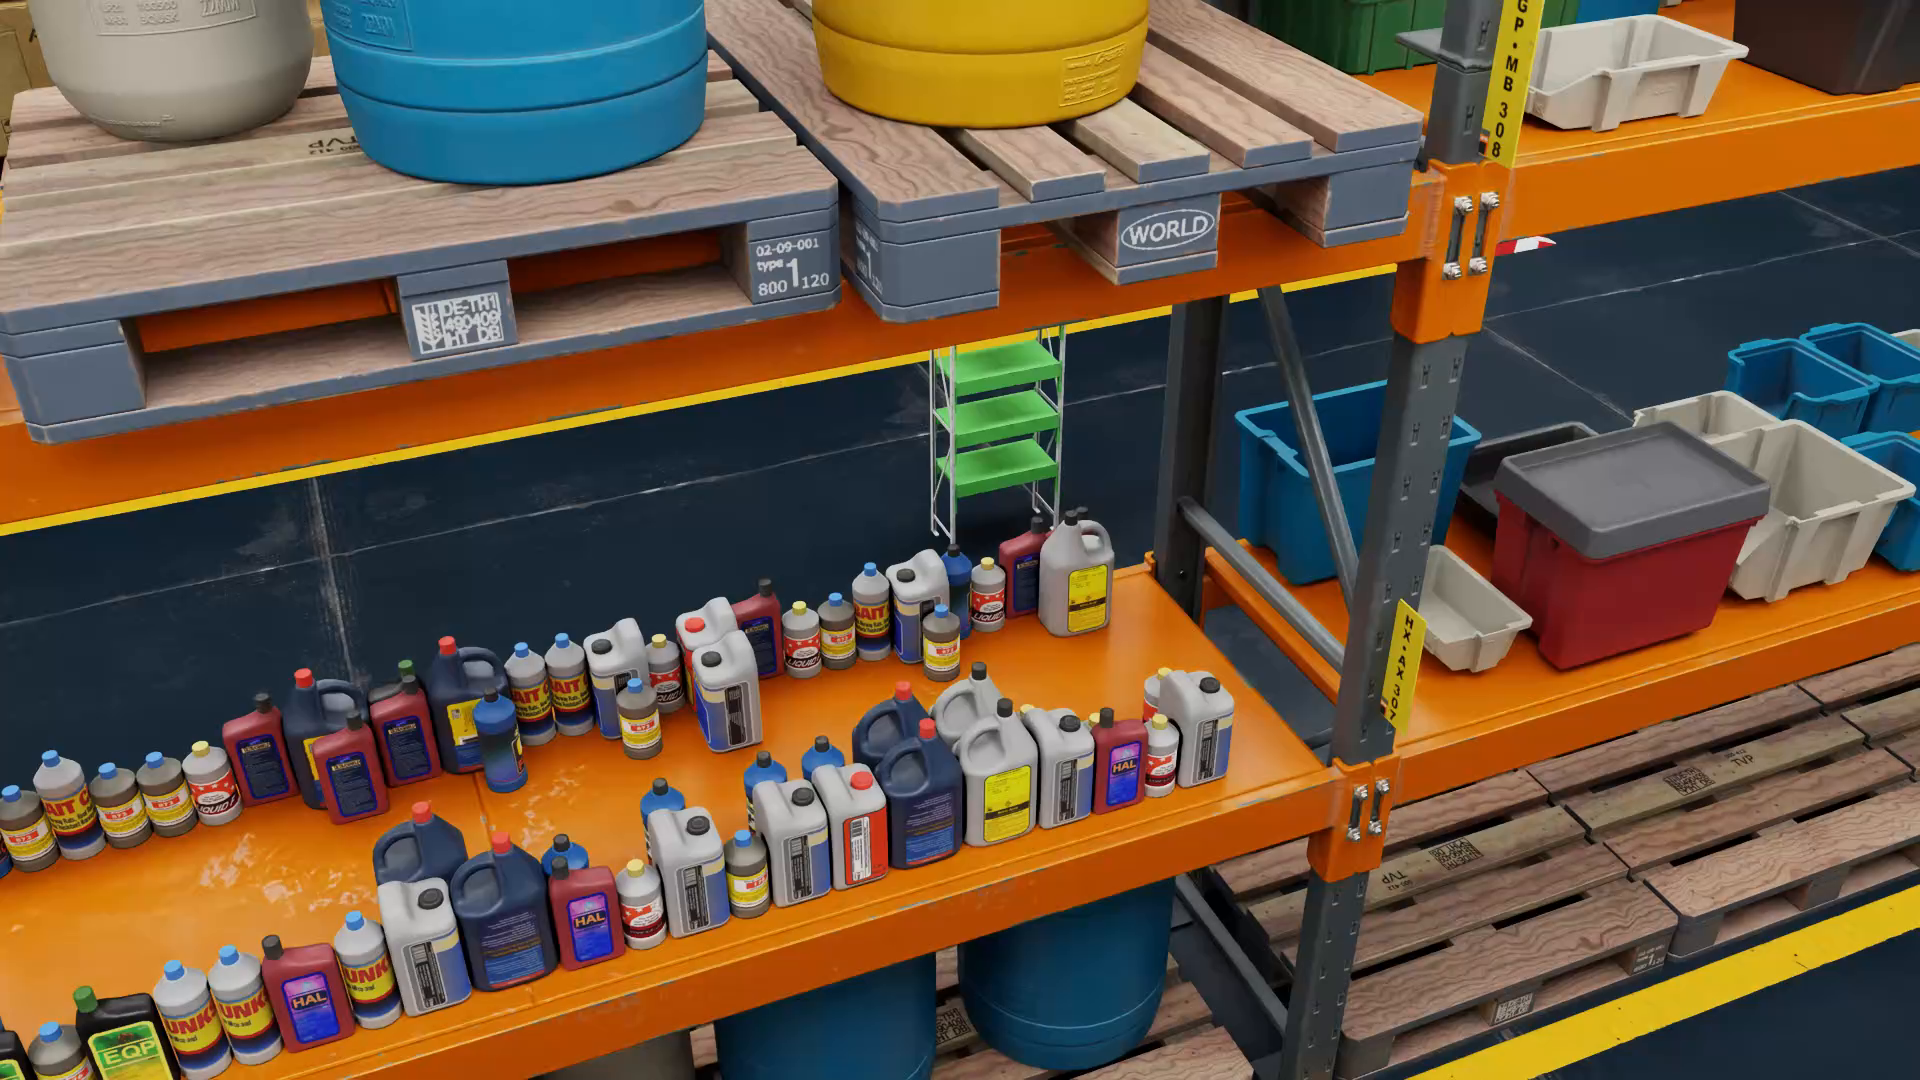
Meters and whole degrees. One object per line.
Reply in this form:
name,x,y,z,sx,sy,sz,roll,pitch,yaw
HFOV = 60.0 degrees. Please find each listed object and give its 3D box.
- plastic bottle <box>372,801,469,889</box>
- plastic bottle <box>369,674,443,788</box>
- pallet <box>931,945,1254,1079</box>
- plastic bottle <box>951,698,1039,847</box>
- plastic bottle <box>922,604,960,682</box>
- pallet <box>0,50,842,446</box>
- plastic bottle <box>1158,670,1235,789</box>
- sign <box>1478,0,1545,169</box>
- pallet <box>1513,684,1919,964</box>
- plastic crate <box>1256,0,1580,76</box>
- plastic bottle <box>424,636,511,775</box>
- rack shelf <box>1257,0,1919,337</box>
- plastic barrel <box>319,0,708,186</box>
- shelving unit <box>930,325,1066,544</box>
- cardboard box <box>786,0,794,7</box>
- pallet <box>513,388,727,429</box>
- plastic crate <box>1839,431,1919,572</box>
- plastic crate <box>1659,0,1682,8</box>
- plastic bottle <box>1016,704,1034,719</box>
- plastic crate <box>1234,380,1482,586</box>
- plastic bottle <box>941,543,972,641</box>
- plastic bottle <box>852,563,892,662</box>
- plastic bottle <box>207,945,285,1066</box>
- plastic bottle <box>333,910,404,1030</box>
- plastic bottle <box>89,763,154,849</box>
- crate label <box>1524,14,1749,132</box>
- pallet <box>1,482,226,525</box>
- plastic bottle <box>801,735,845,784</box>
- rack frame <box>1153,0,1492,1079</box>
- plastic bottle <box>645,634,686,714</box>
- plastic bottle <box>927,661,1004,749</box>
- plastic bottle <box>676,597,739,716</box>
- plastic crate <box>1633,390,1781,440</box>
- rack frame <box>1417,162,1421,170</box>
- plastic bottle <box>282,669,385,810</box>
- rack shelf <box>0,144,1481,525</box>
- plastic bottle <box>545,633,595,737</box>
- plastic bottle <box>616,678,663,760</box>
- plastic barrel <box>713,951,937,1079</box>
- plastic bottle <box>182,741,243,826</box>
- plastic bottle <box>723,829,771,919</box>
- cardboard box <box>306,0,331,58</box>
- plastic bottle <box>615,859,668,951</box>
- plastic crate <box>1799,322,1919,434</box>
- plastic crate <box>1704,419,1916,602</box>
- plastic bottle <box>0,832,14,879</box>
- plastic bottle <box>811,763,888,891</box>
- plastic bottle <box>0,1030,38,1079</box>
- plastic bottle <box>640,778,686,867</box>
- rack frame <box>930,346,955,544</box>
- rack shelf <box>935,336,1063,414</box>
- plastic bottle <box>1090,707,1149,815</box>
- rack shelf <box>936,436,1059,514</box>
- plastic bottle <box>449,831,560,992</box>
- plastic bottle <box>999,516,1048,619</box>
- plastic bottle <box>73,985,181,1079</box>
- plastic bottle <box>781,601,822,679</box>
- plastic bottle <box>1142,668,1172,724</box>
plastic bottle,-1.121,0.696,3.476,0.185,0.351,0.144,-13,35,-19
plastic bottle,-1.311,0.448,3.919,0.133,0.283,0.061,-13,35,-19
pallet,0.071,1.443,4.839,1.213,0.211,1.003,-13,35,-19
plastic bottle,0.078,0.511,3.759,0.185,0.351,0.144,-13,35,-19
plastic bottle,-0.047,0.257,4.286,0.097,0.201,0.097,0,33,0
pallet,-0.931,-0.591,2.830,1.213,0.211,1.003,-13,35,-19
plastic bottle,0.560,0.430,3.953,0.135,0.276,0.152,-13,35,-19
sign,1.010,-0.852,3.051,0.005,0.325,0.100,-13,35,-19
pallet,2.588,0.866,5.725,1.213,0.211,1.003,-13,35,-19
plastic crate,1.072,-1.278,3.908,0.662,0.188,0.450,-13,35,-19
plastic bottle,-1.171,0.376,3.967,0.185,0.351,0.144,-13,35,-19
rack shelf,2.643,-1.246,4.324,4.000,0.370,1.077,-13,35,-19
plastic barrel,-0.716,-1.074,2.556,0.708,0.901,0.600,-13,35,-19
shelving unit,0.153,-0.538,6.976,0.503,1.200,0.258,-13,35,-19
cardboard box,-0.572,-2.779,7.762,0.500,0.500,0.500,-12,35,-18
pallet,-1.851,-1.000,8.594,1.213,0.211,1.003,-13,35,-19
plastic crate,2.693,-0.105,4.760,0.300,0.233,0.416,-13,35,-19
plastic crate,1.824,-1.475,4.258,0.466,0.136,0.293,-13,35,-19
plastic bottle,0.158,0.479,3.945,0.097,0.201,0.097,0,33,0
plastic crate,1.097,-0.157,4.700,0.575,0.384,0.392,-13,35,-19
plastic bottle,-0.017,0.131,4.416,0.097,0.271,0.097,0,33,0
plastic bottle,-0.230,0.180,4.341,0.097,0.271,0.097,0,33,0
plastic bottle,-1.396,0.896,3.241,0.097,0.271,0.097,0,33,0
plastic bottle,-1.183,0.847,3.316,0.097,0.271,0.097,0,33,0
plastic bottle,-1.907,0.593,3.770,0.097,0.201,0.097,0,33,0
crate label,1.362,-0.973,3.486,0.466,0.136,0.293,-13,35,-19
pallet,-4.100,-0.485,7.802,1.213,0.211,1.003,-13,35,-19
plastic bottle,-0.307,0.556,3.762,0.097,0.271,0.097,0,33,0
rack frame,0.799,0.132,4.297,0.127,3.000,1.000,-13,35,-19
plastic bottle,-0.747,0.328,4.178,0.097,0.201,0.097,0,33,0
plastic bottle,0.022,0.439,3.871,0.185,0.351,0.144,-13,35,-19
plastic bottle,-0.629,0.286,4.174,0.135,0.276,0.152,-13,35,-19
plastic crate,2.288,-0.301,5.150,0.466,0.136,0.293,-13,35,-19
rack frame,2.573,-3.204,9.424,0.127,3.000,1.000,-13,35,-19
plastic bottle,-1.465,0.443,3.864,0.185,0.351,0.144,-13,35,-19
rack shelf,-1.045,-0.402,3.026,4.000,0.370,1.077,-13,35,-19
plastic bottle,-0.961,0.347,4.084,0.097,0.271,0.097,0,33,0
plastic bottle,-0.778,0.425,4.029,0.097,0.201,0.097,0,33,0
plastic barrel,-0.362,1.091,4.361,0.708,0.901,0.600,-13,35,-19
plastic bottle,-1.727,0.552,3.833,0.097,0.201,0.097,0,33,0
plastic bottle,-0.462,0.711,3.589,0.097,0.201,0.097,0,33,0
cardboard box,-2.720,-2.174,7.363,0.500,0.500,0.700,-23,39,-31
plastic bottle,-0.676,0.760,3.513,0.097,0.201,0.097,0,33,0
plastic crate,2.918,-0.503,5.371,0.300,0.233,0.416,-13,35,-19
plastic crate,2.278,-0.073,4.666,0.530,0.282,0.437,-13,35,-19
plastic bottle,-2.176,0.625,3.656,0.097,0.271,0.097,0,33,0
plastic bottle,-0.241,0.613,3.671,0.135,0.276,0.152,-13,35,-19
plastic bottle,-1.797,0.994,3.080,0.133,0.283,0.061,-13,35,-19
plastic bottle,-0.645,0.634,3.643,0.097,0.271,0.097,0,33,0
rack frame,-0.072,-0.486,6.897,0.015,1.200,0.240,-13,35,-19
rack shelf,0.153,-0.685,6.880,0.480,0.148,0.258,-13,35,-19
plastic bottle,0.365,0.498,3.841,0.133,0.283,0.061,-13,35,-19
rack shelf,0.153,-0.283,7.142,0.480,0.148,0.258,-13,35,-19
plastic bottle,-0.938,0.744,3.402,0.185,0.351,0.144,-13,35,-19
plastic bottle,0.172,0.072,4.496,0.133,0.283,0.061,-13,35,-19
plastic bottle,-1.585,0.945,3.155,0.133,0.283,0.061,-13,35,-19
plastic bottle,-0.410,0.250,4.297,0.097,0.201,0.097,0,33,0
plastic bottle,0.495,0.402,4.064,0.097,0.201,0.097,0,33,0
